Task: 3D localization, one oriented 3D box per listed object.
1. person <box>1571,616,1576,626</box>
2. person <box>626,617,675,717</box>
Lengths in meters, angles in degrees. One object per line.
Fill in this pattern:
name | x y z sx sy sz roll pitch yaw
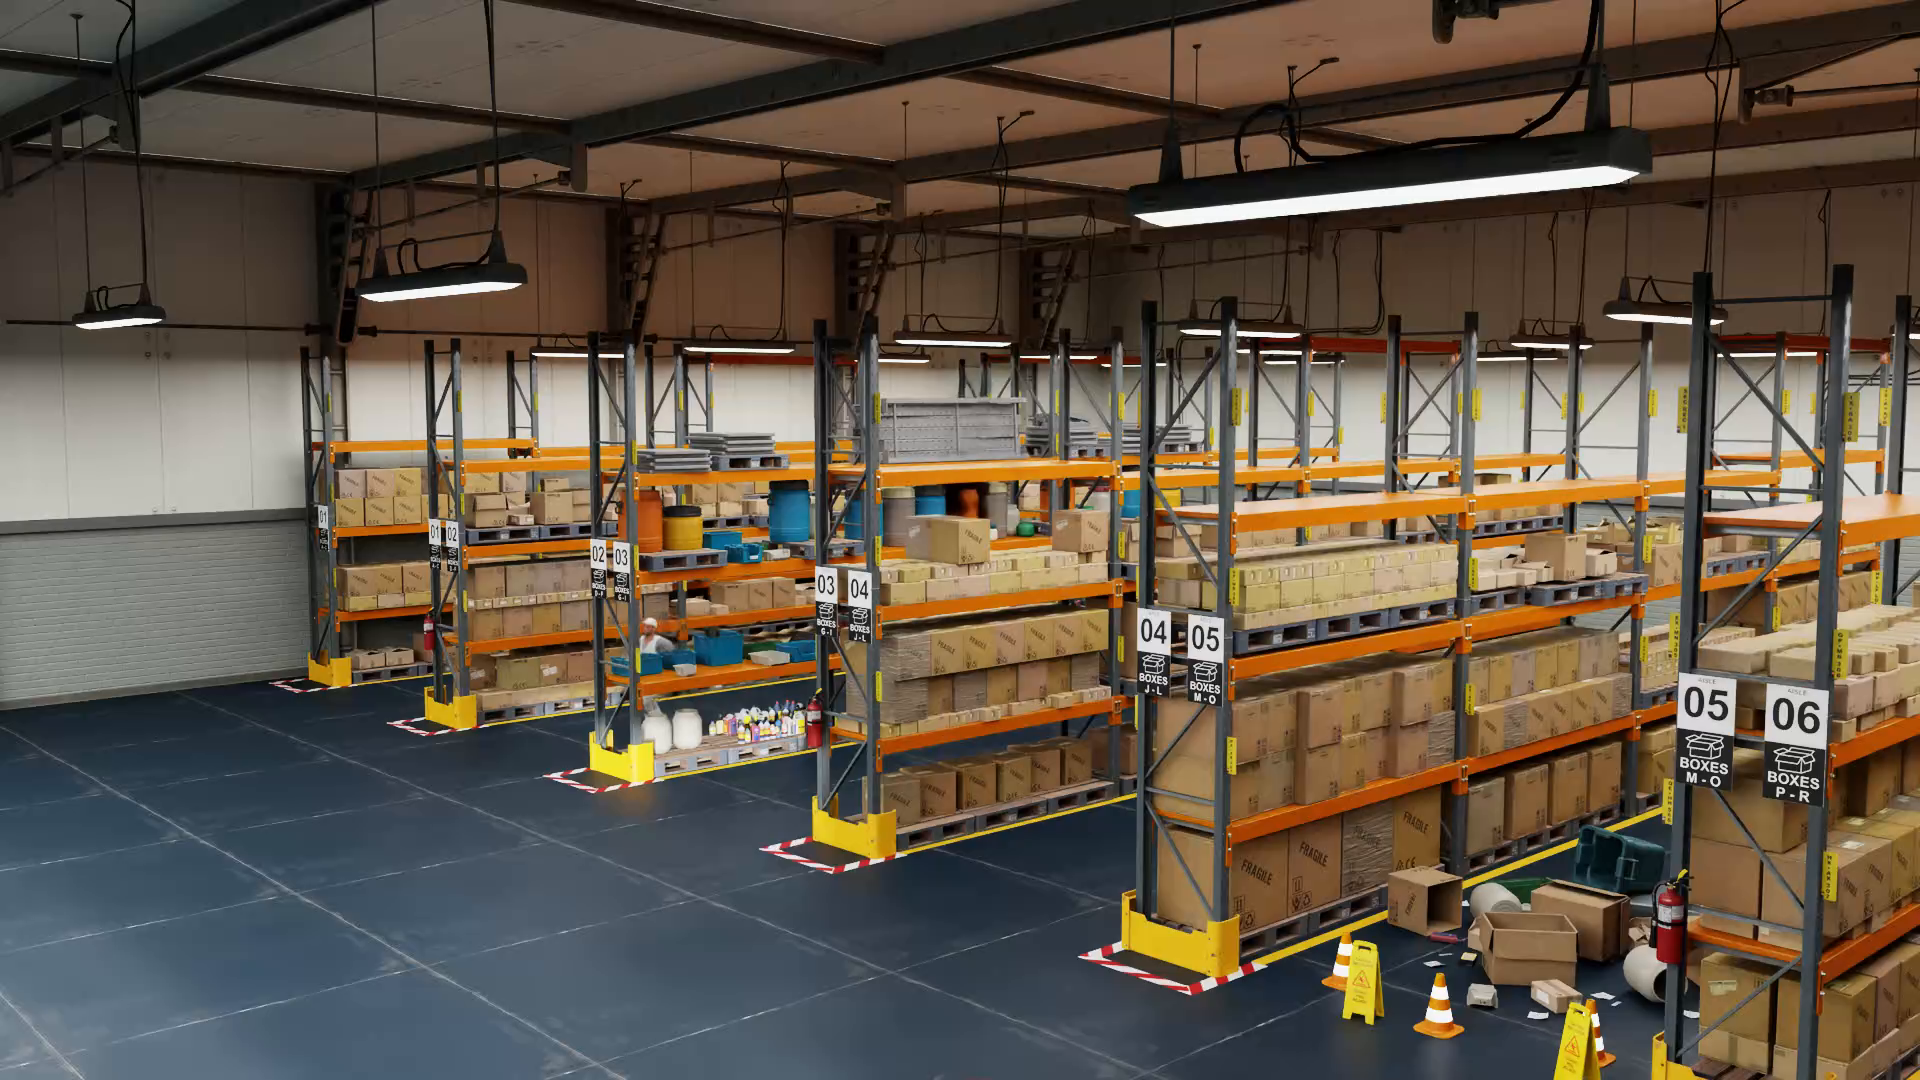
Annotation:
person | 9.579 2.002 26.404 0.538 1.702 0.671 3 6 34
person | -4.671 2.080 24.971 0.630 1.832 0.708 3 6 34
